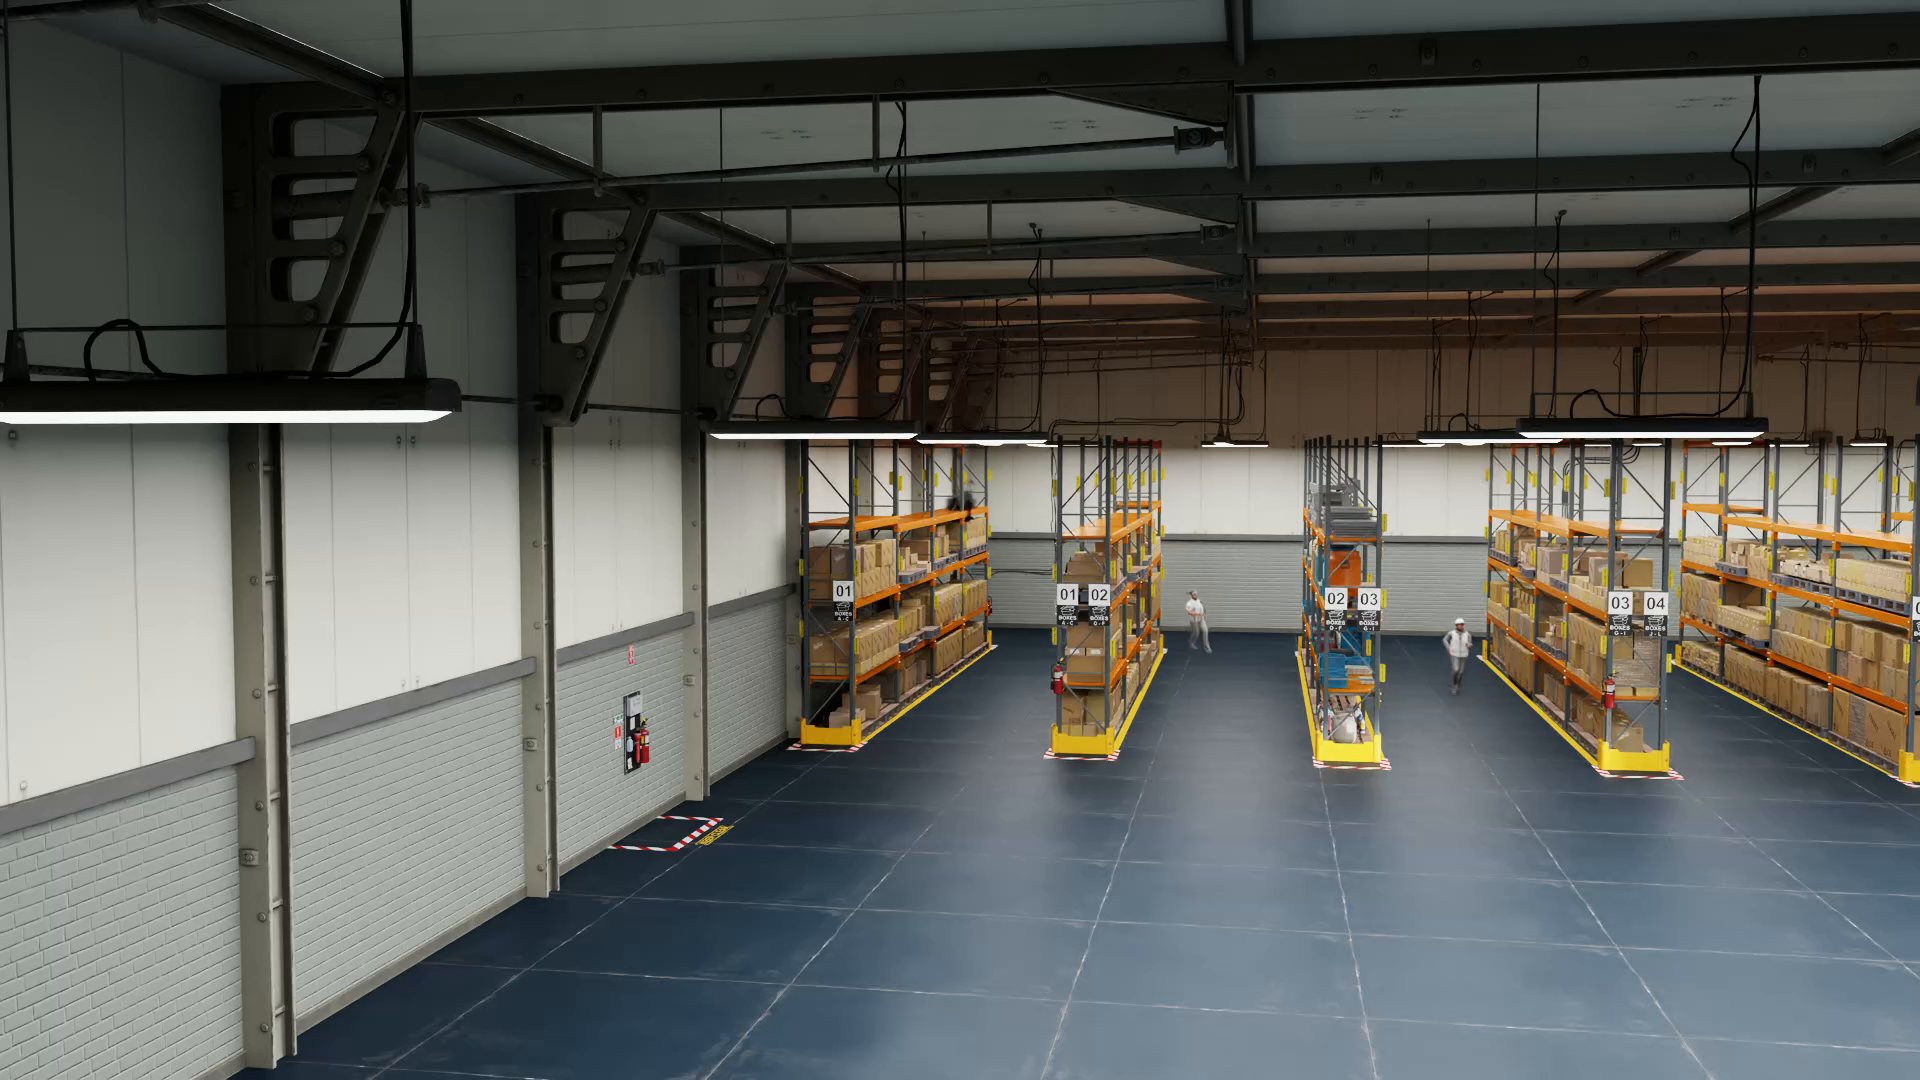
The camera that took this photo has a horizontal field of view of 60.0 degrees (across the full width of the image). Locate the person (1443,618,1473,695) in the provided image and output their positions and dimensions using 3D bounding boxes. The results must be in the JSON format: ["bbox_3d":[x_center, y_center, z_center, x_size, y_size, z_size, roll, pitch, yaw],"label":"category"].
[{"bbox_3d":[11.700,2.740,39.002,0.635,1.813,0.751,0,3,2],"label":"person"}]

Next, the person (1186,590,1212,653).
[{"bbox_3d":[6.715,2.289,47.156,0.679,1.779,0.909,-2,4,-36],"label":"person"}]

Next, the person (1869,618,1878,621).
[{"bbox_3d":[24.935,2.422,44.983,0.915,1.780,0.694,2,4,35],"label":"person"}]
